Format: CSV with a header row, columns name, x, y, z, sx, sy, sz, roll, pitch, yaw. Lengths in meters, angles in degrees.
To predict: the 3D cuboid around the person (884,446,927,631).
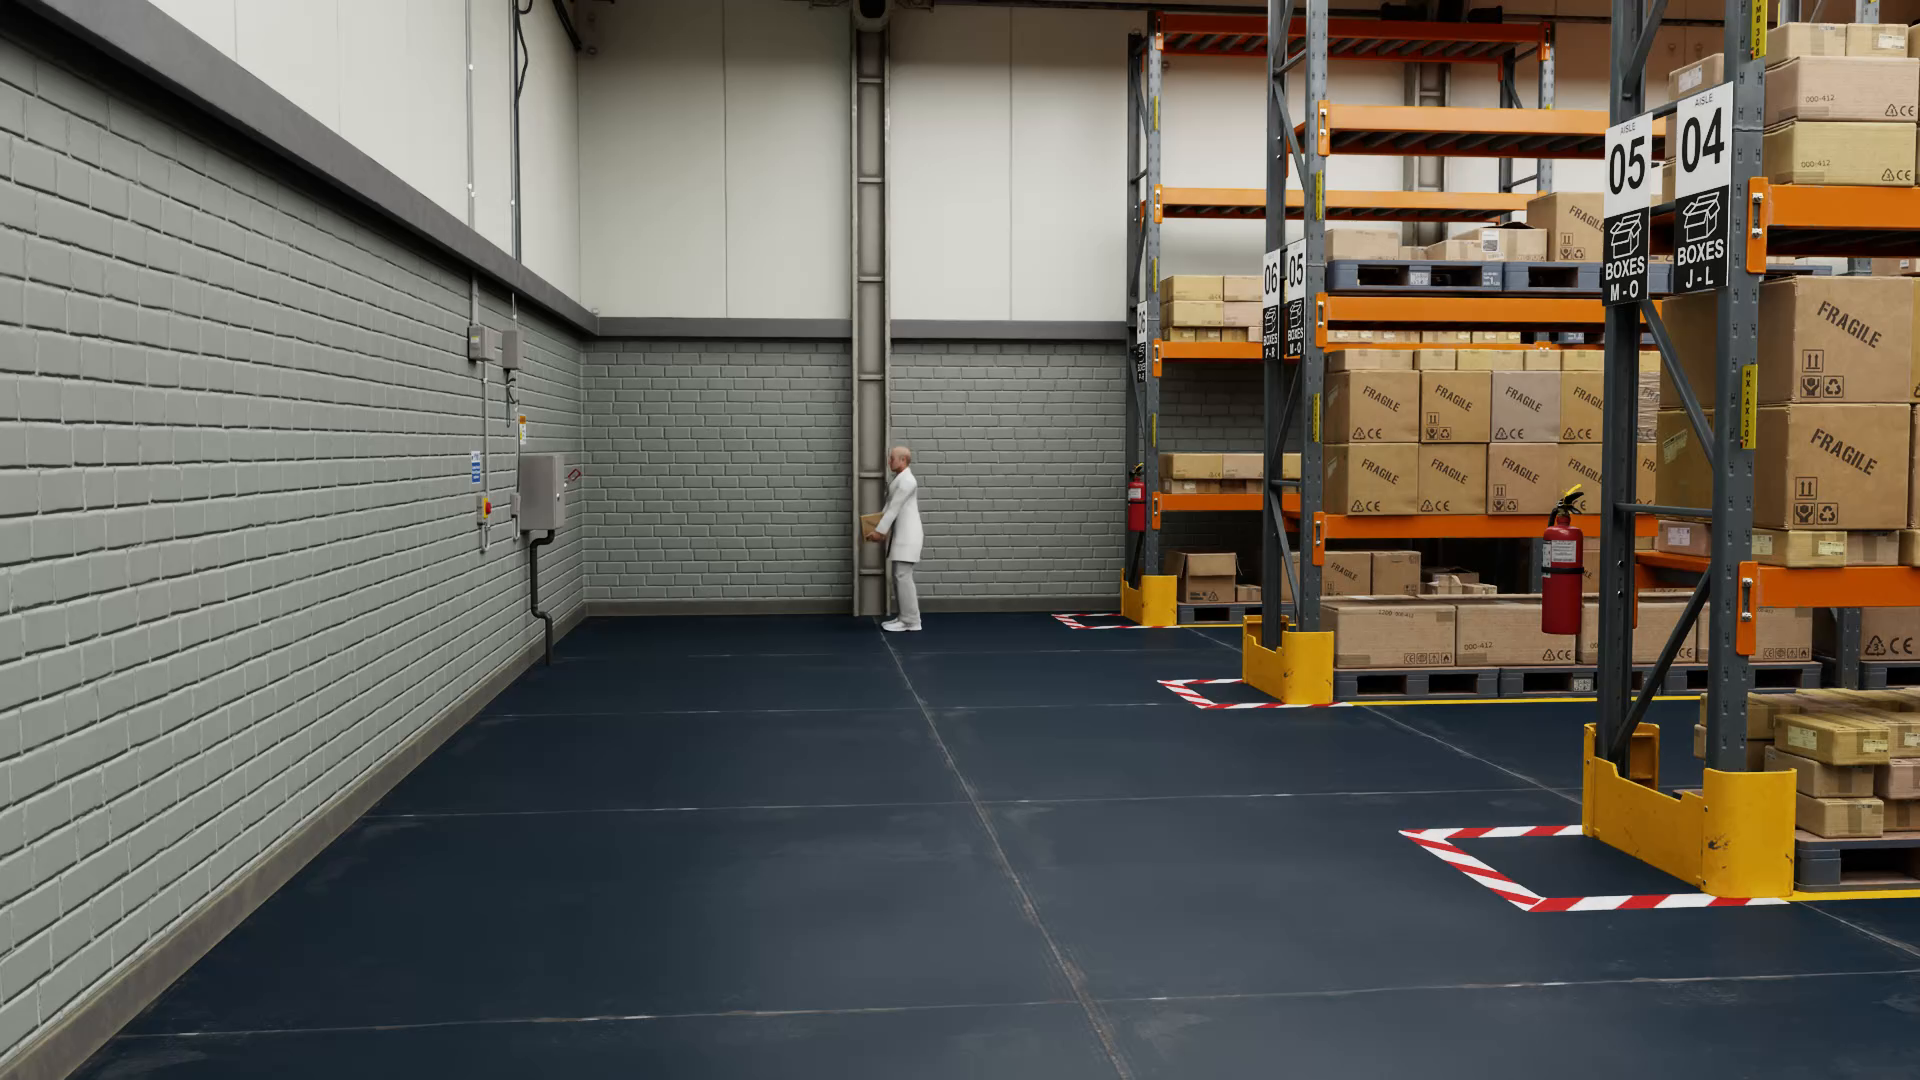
name,x,y,z,sx,sy,sz,roll,pitch,yaw
person,-0.541,-0.015,16.031,0.428,1.773,0.650,-1,3,-10
